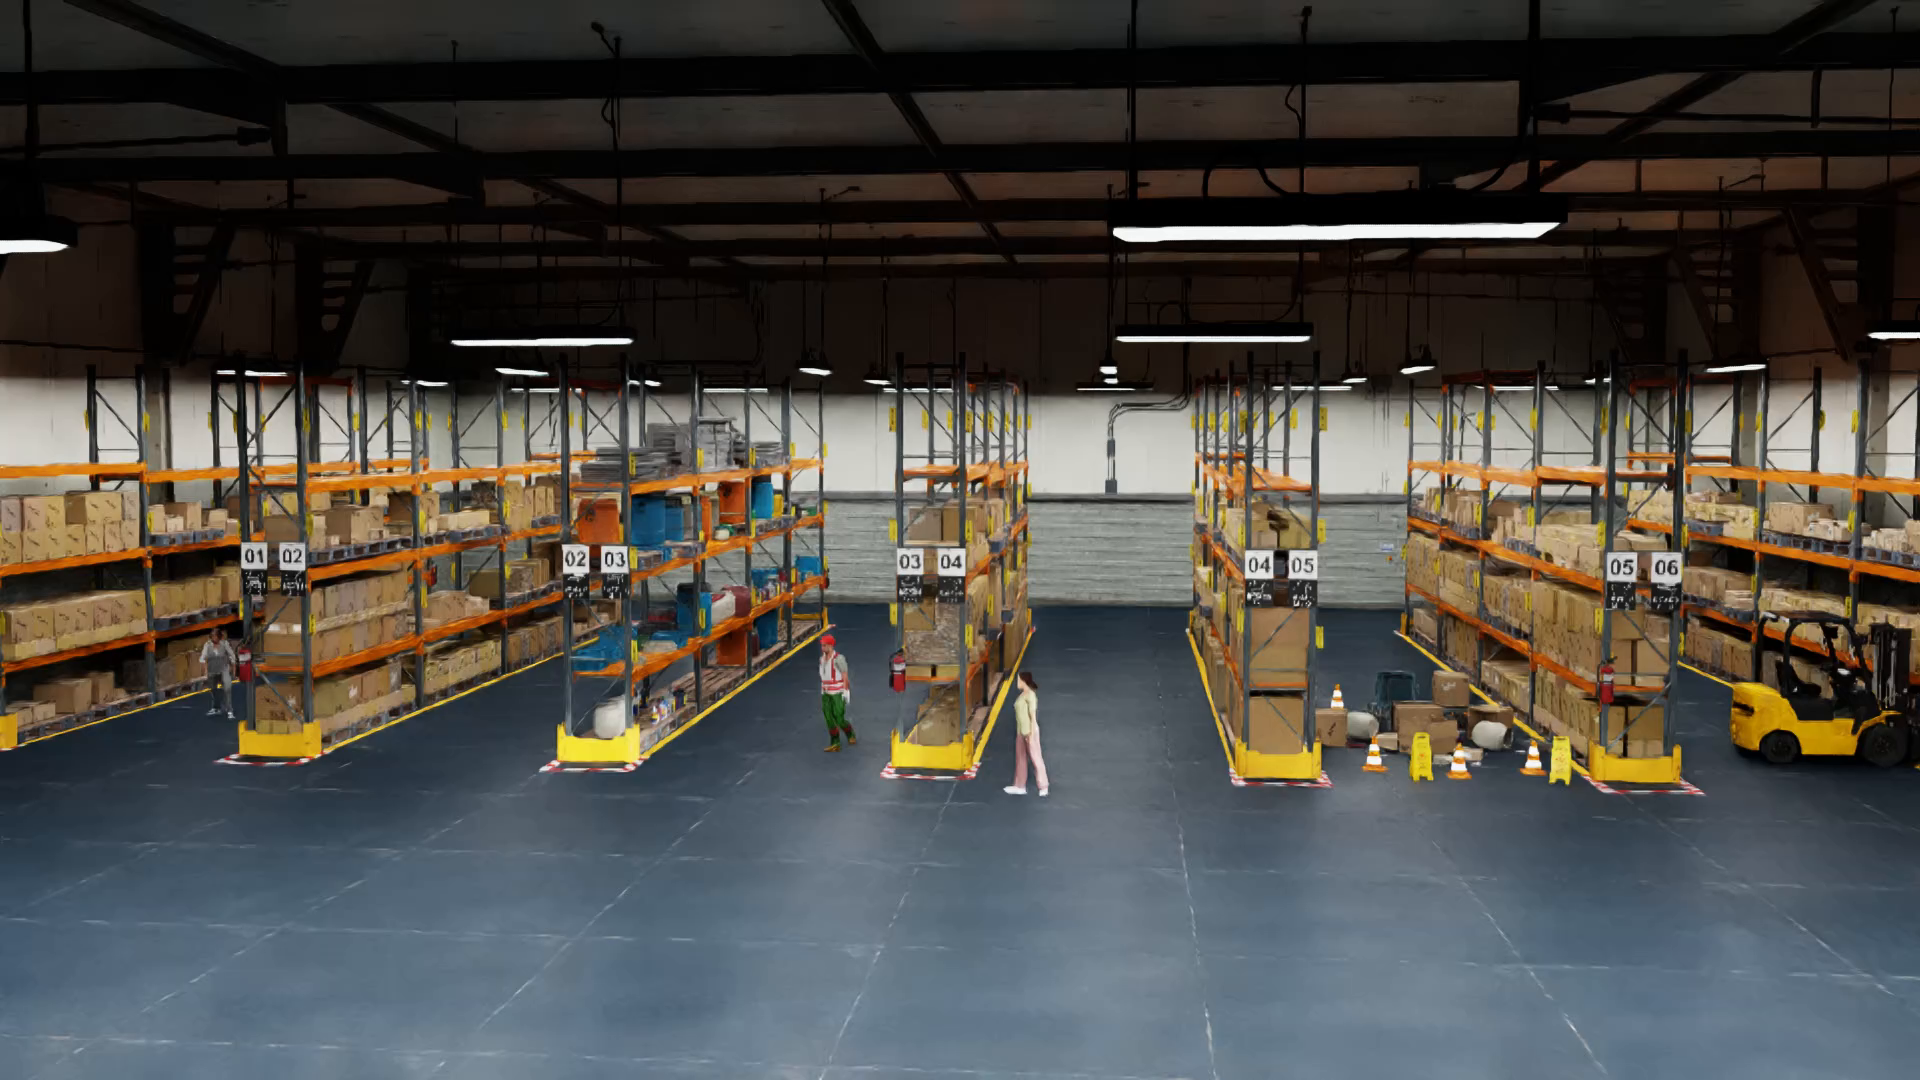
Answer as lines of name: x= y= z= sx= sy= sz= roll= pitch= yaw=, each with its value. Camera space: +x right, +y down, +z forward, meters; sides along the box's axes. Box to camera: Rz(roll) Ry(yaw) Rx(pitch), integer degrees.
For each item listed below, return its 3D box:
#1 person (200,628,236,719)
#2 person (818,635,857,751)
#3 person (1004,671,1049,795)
person: x=-12.521 y=2.237 z=28.121 sx=0.562 sy=1.511 sz=0.782 roll=-1 pitch=4 yaw=-12
person: x=-1.875 y=2.320 z=25.317 sx=0.589 sy=1.779 sz=0.577 roll=4 pitch=5 yaw=42
person: x=0.918 y=2.587 z=22.327 sx=0.552 sy=1.673 sz=0.584 roll=-1 pitch=4 yaw=-16
